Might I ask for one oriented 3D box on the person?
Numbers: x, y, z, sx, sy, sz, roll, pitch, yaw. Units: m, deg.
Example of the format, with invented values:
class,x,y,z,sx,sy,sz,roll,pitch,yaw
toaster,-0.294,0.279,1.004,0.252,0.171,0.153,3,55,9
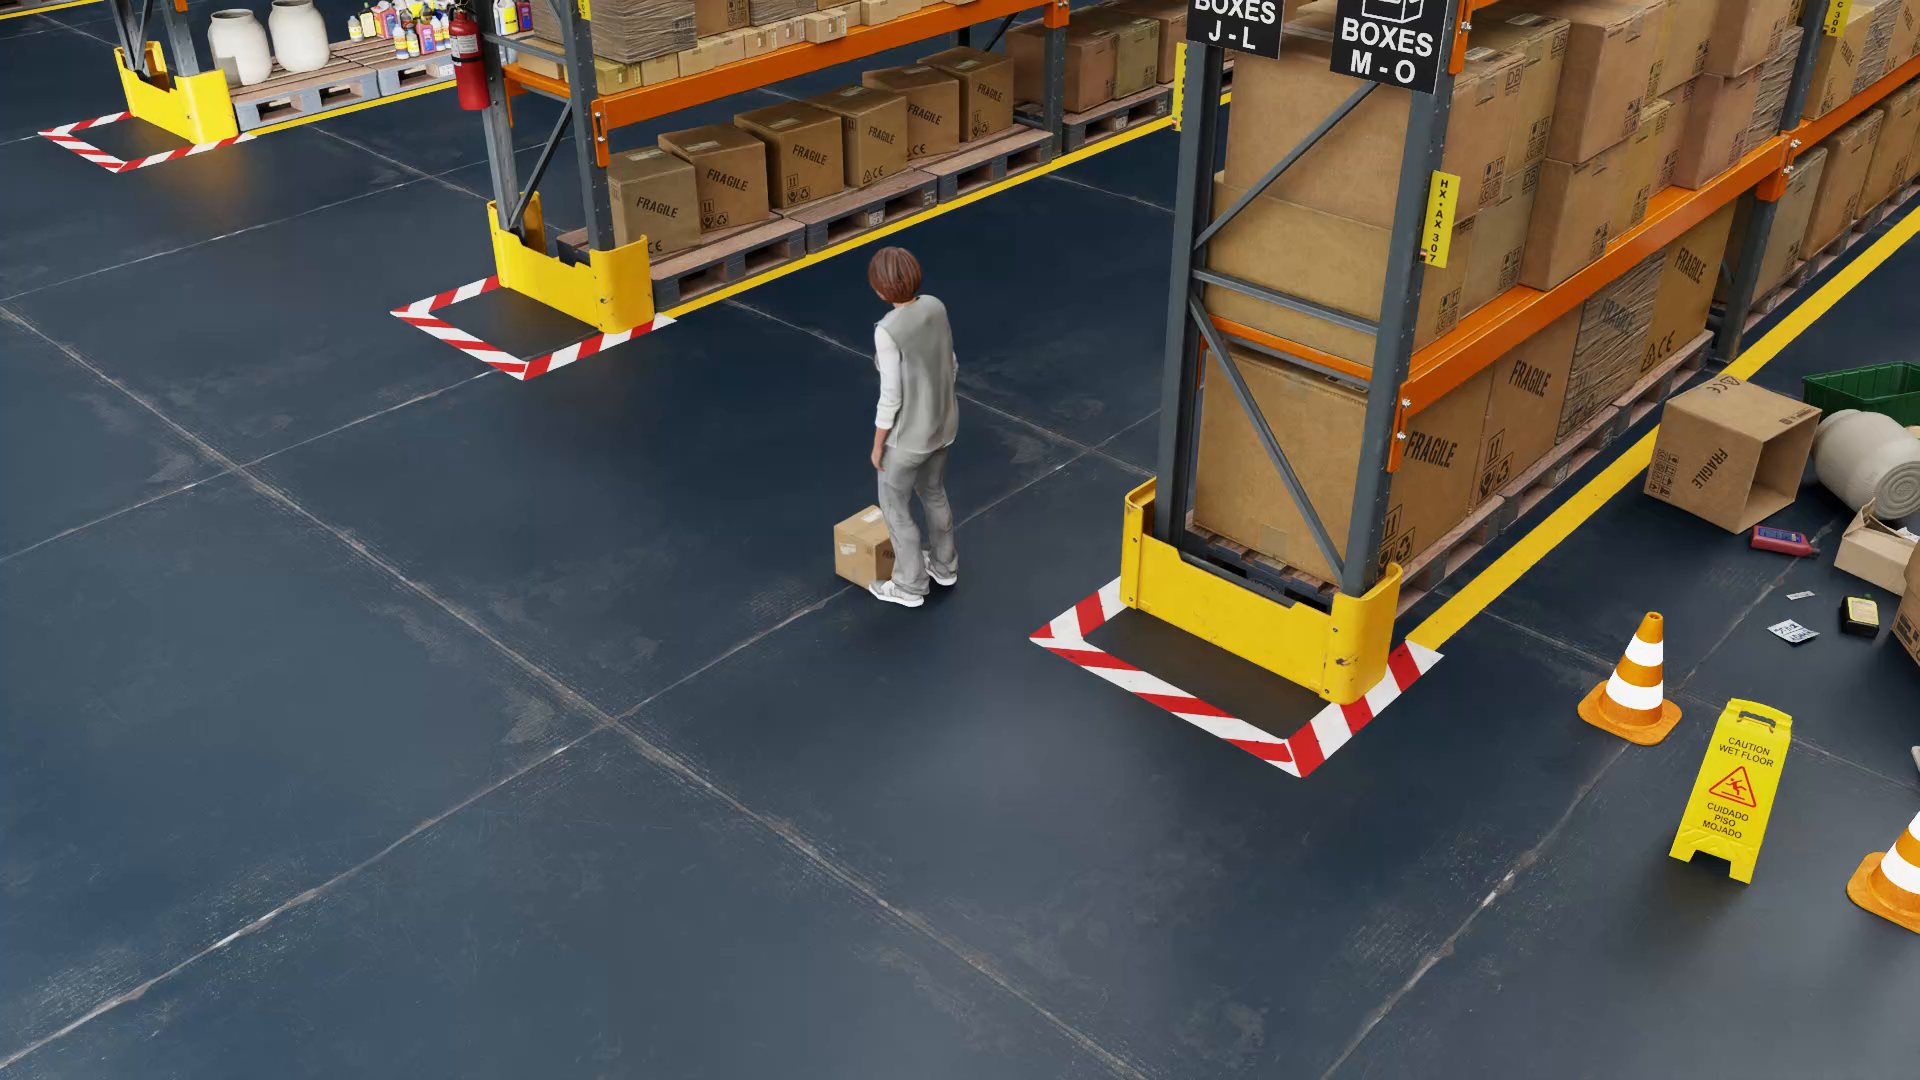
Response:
class,x,y,z,sx,sy,sz,roll,pitch,yaw
person,-0.190,-0.449,6.871,0.345,1.592,0.476,23,39,32
